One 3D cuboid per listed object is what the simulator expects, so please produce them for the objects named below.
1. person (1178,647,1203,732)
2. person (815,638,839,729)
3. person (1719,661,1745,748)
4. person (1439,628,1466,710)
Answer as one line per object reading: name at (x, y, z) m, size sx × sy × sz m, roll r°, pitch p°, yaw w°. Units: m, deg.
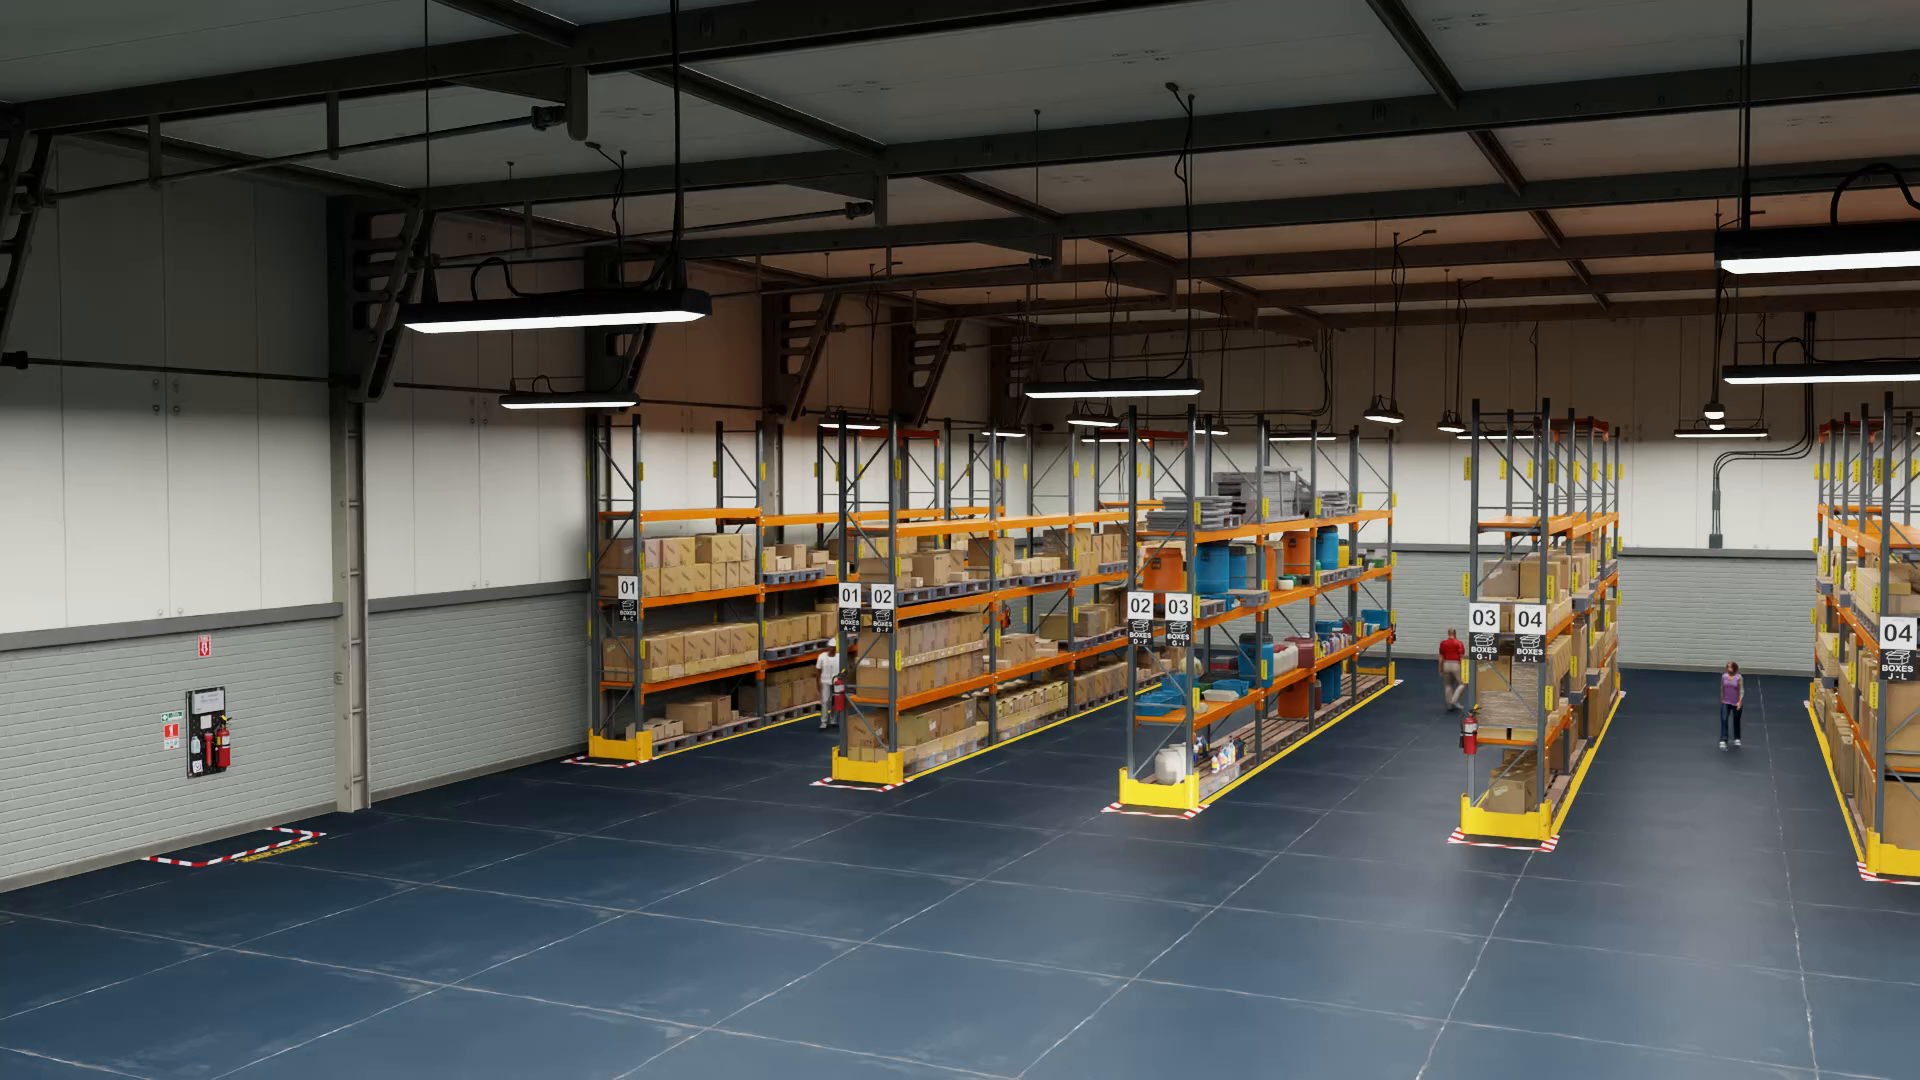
person at (4.397, 2.839, 32.094) m, size 0.461 × 1.633 × 0.905 m, roll 2°, pitch 3°, yaw 36°
person at (-2.501, 2.786, 32.413) m, size 0.594 × 1.726 × 0.923 m, roll 0°, pitch 2°, yaw -11°
person at (13.939, 2.967, 30.052) m, size 0.432 × 1.552 × 0.902 m, roll 2°, pitch 3°, yaw 36°
person at (10.325, 2.710, 34.871) m, size 0.589 × 1.724 × 0.554 m, roll 2°, pitch 3°, yaw 35°
